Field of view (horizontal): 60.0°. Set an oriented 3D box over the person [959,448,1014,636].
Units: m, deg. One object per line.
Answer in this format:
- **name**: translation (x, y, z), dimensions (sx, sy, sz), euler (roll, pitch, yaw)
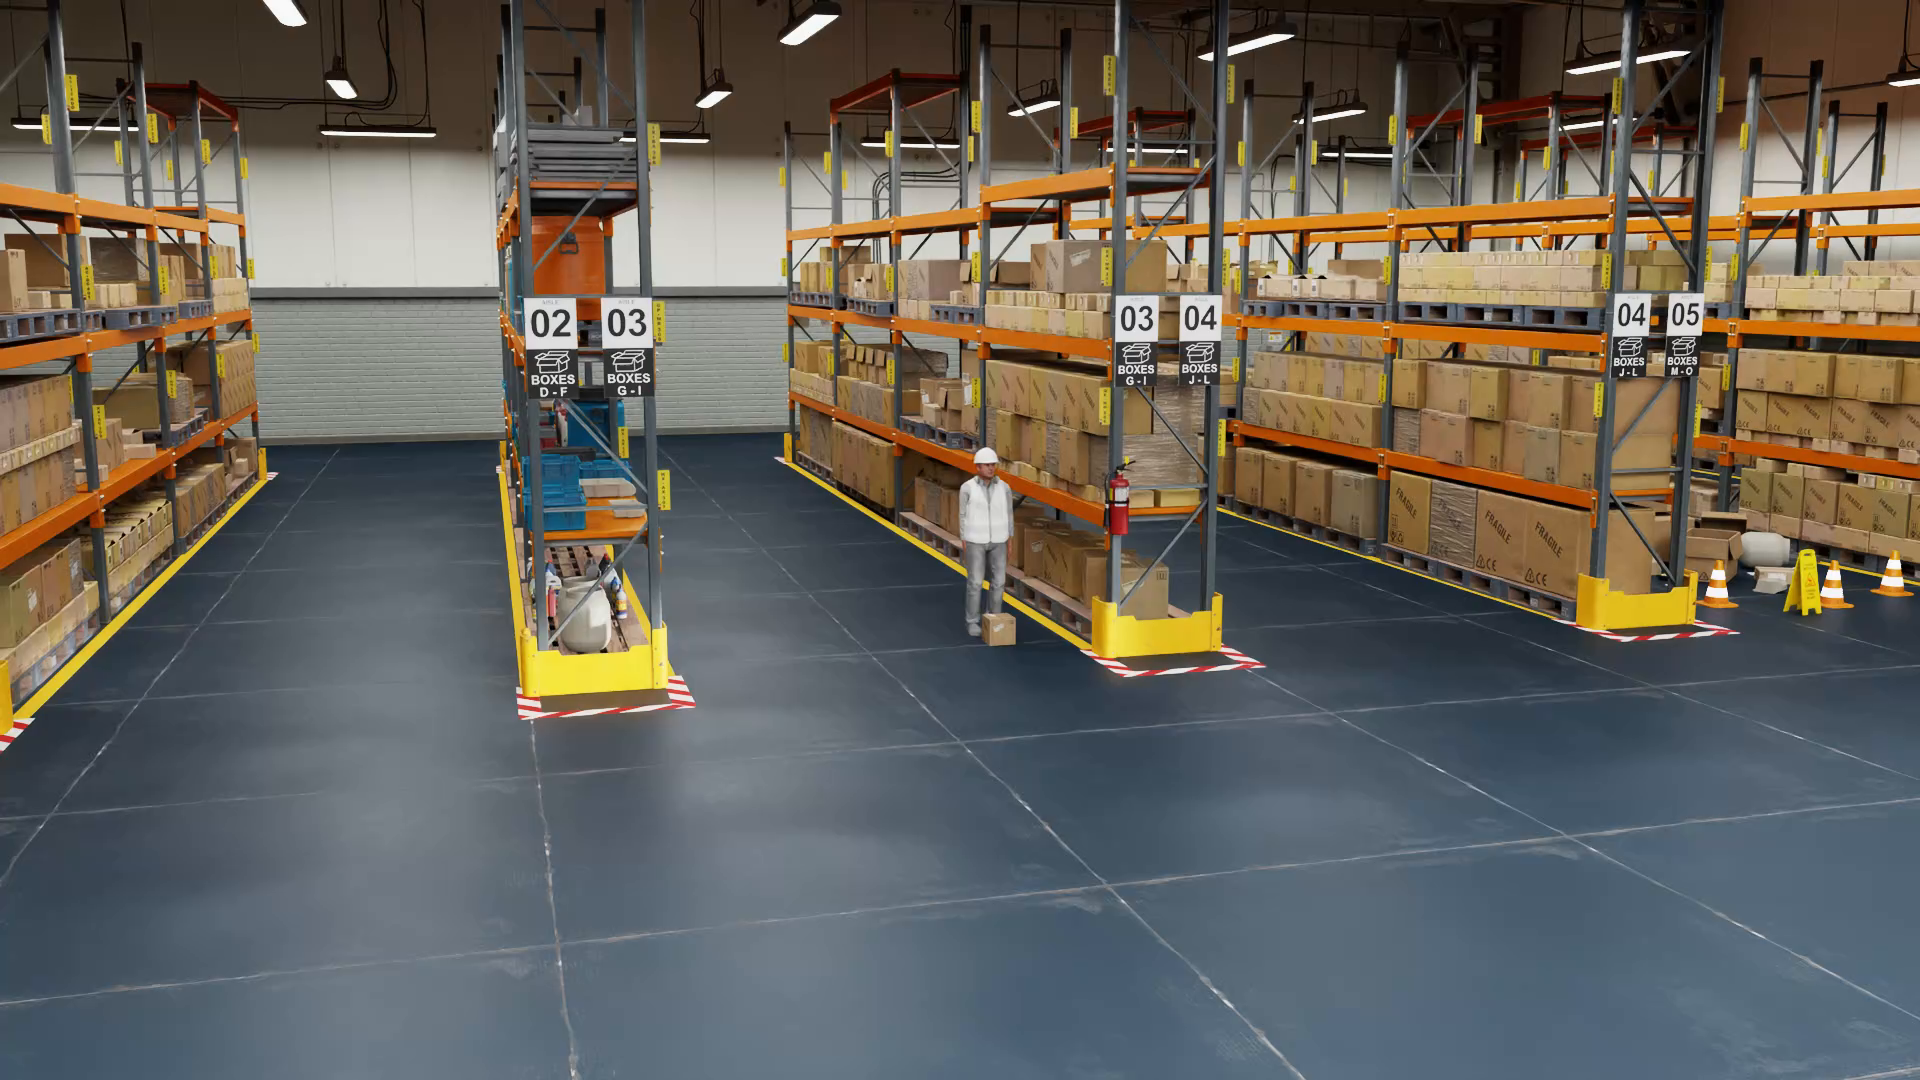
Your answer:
- **person**: translation (0.257, 0.012, 15.762), dimensions (0.536, 1.776, 0.360), euler (-3, 10, -16)
